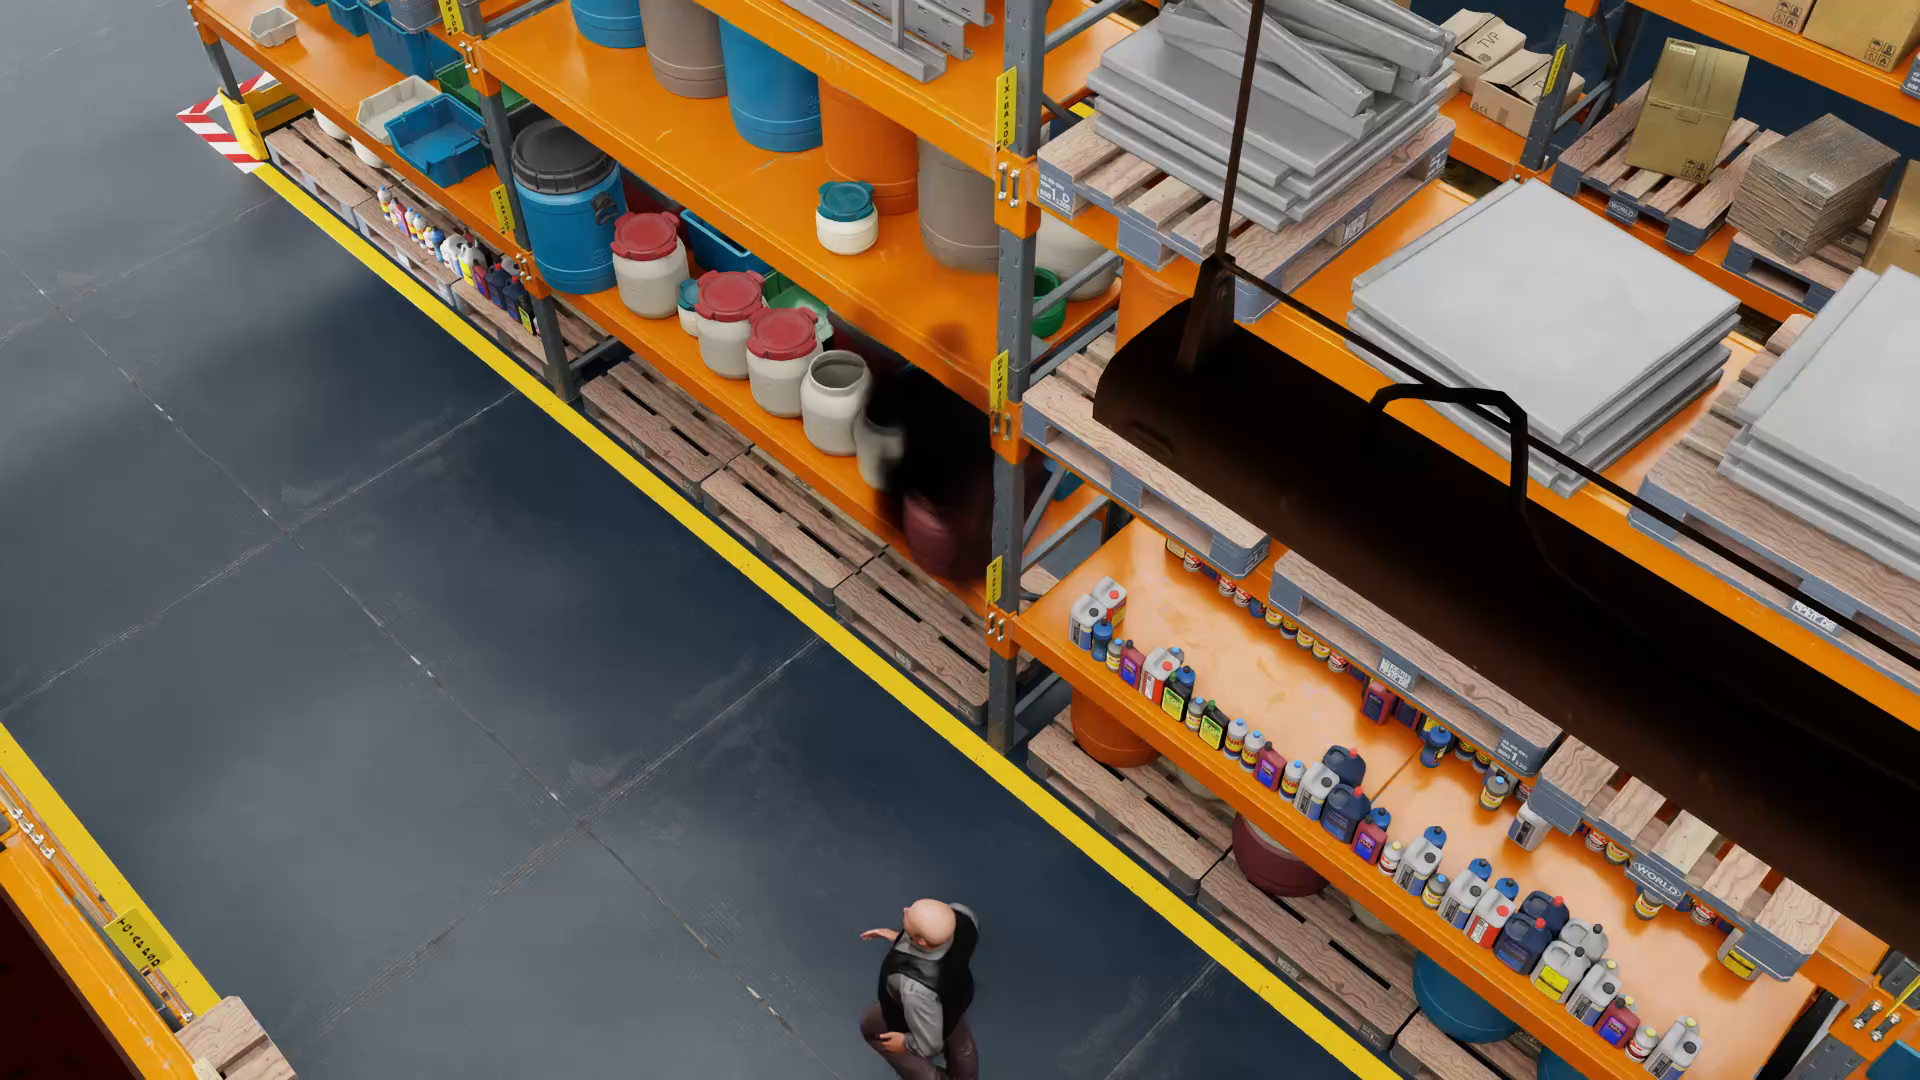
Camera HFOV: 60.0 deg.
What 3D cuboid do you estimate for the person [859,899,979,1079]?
[{"bbox_3d":[-0.179,2.007,7.234,0.631,1.724,0.631,27,55,21],"label":"person"}]
